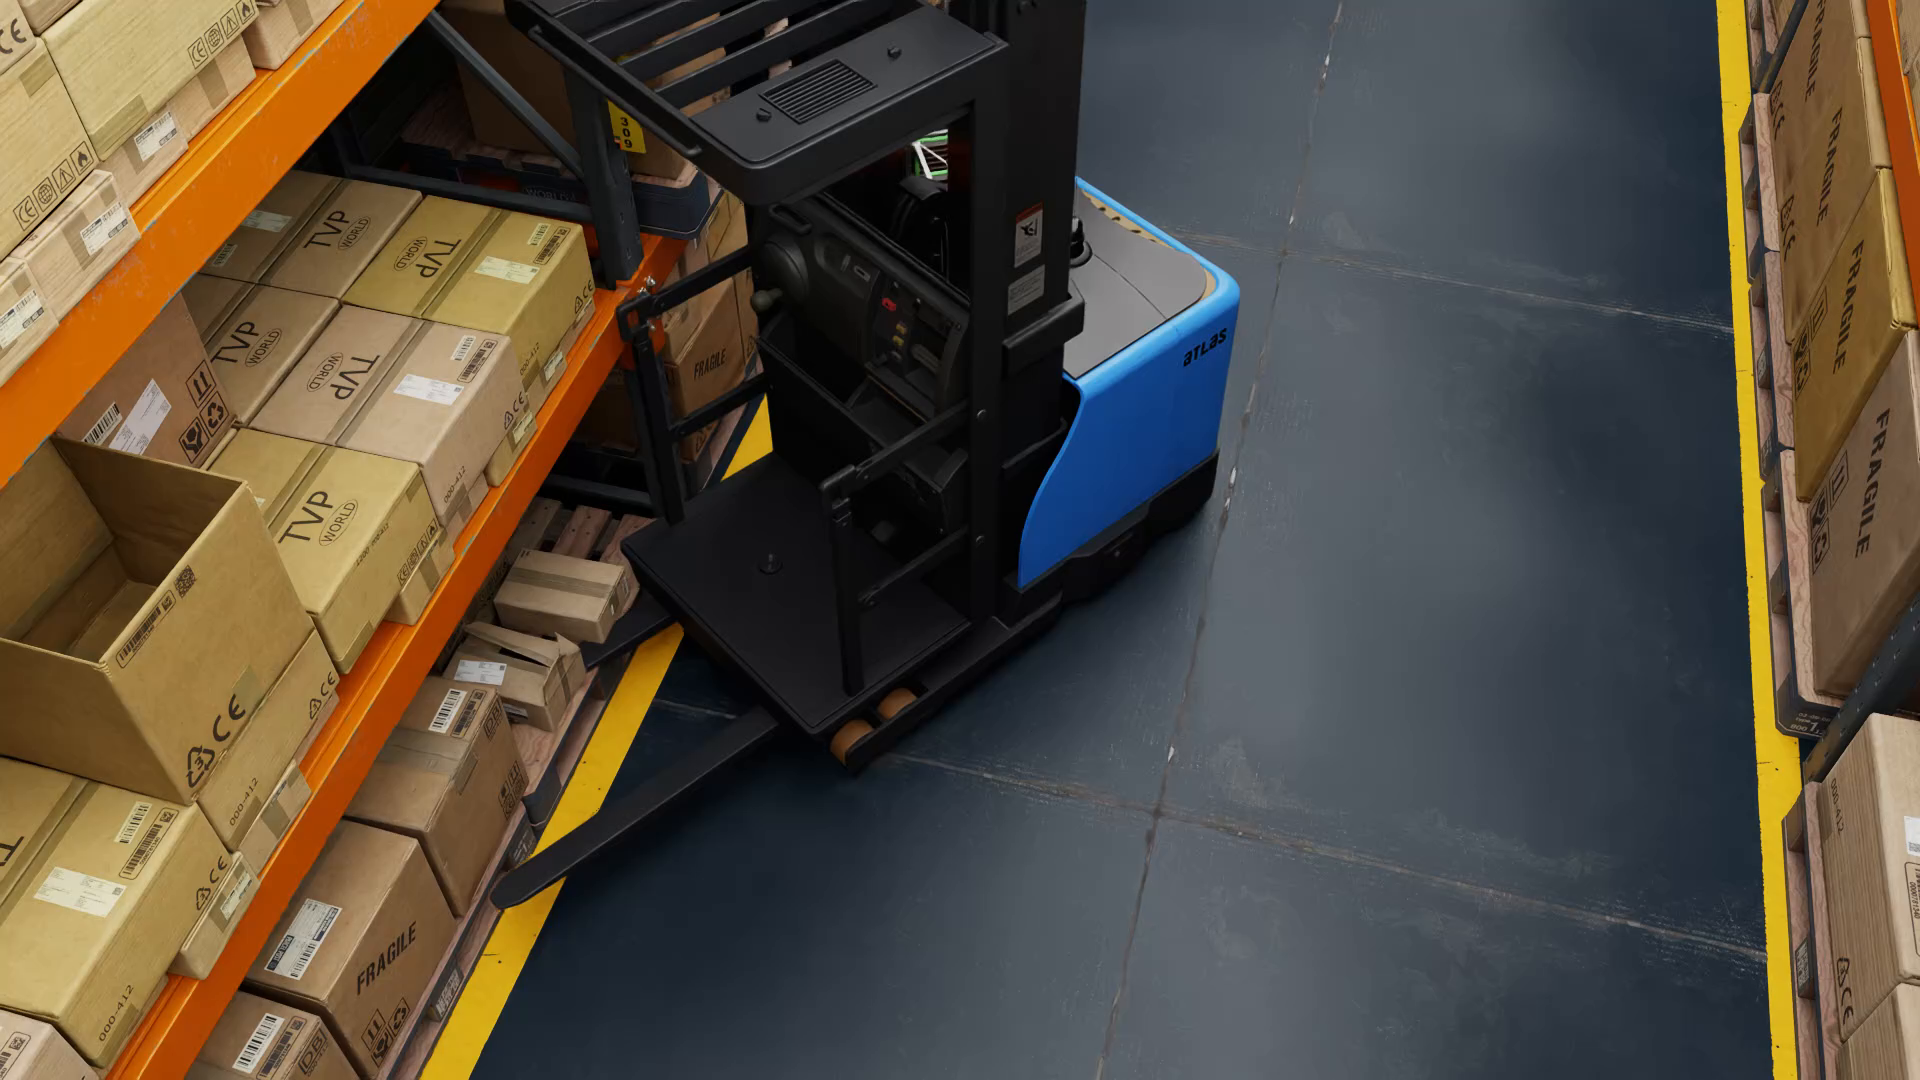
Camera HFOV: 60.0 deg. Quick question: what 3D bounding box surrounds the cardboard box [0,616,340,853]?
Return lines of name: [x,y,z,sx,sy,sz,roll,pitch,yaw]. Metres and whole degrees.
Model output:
cardboard box: [-1.795,0.392,3.805,0.500,0.250,0.500,10,49,9]

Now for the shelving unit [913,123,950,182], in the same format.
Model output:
shelving unit: [-0.088,-1.583,7.303,0.258,0.503,1.200,-10,49,-9]

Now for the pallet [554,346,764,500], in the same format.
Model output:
pallet: [-1.321,-0.744,6.766,1.003,0.211,1.213,12,50,10]

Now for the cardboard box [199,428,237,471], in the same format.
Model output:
cardboard box: [-2.152,-0.078,4.220,0.500,0.250,0.500,13,50,11]

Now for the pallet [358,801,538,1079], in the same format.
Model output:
pallet: [-1.999,1.234,5.021,1.003,0.211,1.213,12,50,10]

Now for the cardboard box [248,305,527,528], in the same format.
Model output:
cardboard box: [-1.515,-0.338,4.449,0.500,0.250,0.500,12,50,10]

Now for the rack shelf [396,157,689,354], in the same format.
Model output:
rack shelf: [-0.972,-2.280,6.741,1.077,0.370,4.000,12,50,10]

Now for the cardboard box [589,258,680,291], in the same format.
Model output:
cardboard box: [-1.206,-0.915,5.813,0.380,0.149,0.250,11,49,9]

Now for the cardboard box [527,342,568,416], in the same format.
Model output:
cardboard box: [-1.386,-0.515,4.871,0.380,0.149,0.250,13,50,11]

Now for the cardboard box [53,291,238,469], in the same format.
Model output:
cardboard box: [-2.147,-0.343,3.954,0.500,0.500,0.500,10,49,9]

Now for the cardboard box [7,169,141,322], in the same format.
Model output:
cardboard box: [-1.685,-0.543,2.895,0.380,0.149,0.250,12,50,11]

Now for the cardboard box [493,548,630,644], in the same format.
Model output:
cardboard box: [-1.362,0.194,5.699,0.380,0.149,0.250,10,49,9]

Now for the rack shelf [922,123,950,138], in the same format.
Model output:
rack shelf: [-0.130,-1.711,7.416,0.258,0.480,0.148,-10,49,-9]

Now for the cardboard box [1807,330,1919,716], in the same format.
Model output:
cardboard box: [3.377,0.006,5.381,0.875,0.875,0.875,13,50,11]

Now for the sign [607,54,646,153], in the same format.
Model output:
sign: [-0.973,-1.256,4.780,0.100,0.325,0.005,12,50,10]

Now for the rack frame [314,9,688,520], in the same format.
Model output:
rack frame: [-1.498,-1.071,5.195,1.000,3.000,0.127,12,50,10]

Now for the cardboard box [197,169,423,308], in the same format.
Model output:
cardboard box: [-1.889,-0.815,4.870,0.500,0.250,0.500,11,50,10]

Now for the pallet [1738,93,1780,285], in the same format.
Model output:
pallet: [4.064,-1.509,7.441,1.003,0.211,1.213,12,50,10]

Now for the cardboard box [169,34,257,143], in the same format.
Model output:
cardboard box: [-1.622,-0.929,3.236,0.380,0.149,0.250,13,50,11]

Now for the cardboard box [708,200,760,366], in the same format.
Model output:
cardboard box: [-1.023,-1.075,6.586,0.500,0.500,0.500,11,49,10]

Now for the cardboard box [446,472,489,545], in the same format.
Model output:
cardboard box: [-1.527,-0.138,4.538,0.380,0.149,0.250,13,50,11]

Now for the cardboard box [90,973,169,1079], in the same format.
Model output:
cardboard box: [-1.952,0.968,3.563,0.380,0.149,0.250,12,50,11]

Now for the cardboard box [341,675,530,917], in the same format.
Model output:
cardboard box: [-1.763,0.725,4.996,0.700,0.500,0.500,10,49,9]

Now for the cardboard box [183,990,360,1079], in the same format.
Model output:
cardboard box: [-2.036,1.476,4.334,0.700,0.500,0.500,13,50,12]

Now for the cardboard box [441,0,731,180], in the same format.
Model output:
cardboard box: [-1.155,-1.549,5.270,0.700,0.500,0.500,13,50,11]

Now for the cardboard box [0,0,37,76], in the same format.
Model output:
cardboard box: [-1.797,-0.757,2.485,0.500,0.250,0.500,13,50,11]

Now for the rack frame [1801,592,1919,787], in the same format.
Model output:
rack frame: [3.291,-0.094,4.332,1.000,3.000,0.127,12,50,10]

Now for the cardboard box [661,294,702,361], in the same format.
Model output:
cardboard box: [-1.147,-0.804,5.914,0.380,0.149,0.250,14,50,12]

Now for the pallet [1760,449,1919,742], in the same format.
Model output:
pallet: [3.422,0.256,5.884,1.003,0.211,1.213,12,50,10]

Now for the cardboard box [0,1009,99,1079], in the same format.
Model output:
cardboard box: [-2.039,1.134,3.150,0.500,0.250,0.500,12,50,10]

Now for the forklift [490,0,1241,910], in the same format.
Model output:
forklift: [-0.472,-0.657,4.875,3.031,2.935,1.130,-34,57,-26]

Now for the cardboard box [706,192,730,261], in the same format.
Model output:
cardboard box: [-1.093,-1.208,6.270,0.380,0.149,0.250,9,49,8]

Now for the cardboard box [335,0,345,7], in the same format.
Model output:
cardboard box: [-1.455,-1.293,3.558,0.380,0.149,0.250,13,50,11]

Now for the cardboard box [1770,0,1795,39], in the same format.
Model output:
cardboard box: [4.502,-2.664,8.073,0.950,0.372,0.625,9,49,7]

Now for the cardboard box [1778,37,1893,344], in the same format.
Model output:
cardboard box: [3.843,-1.296,6.530,0.875,0.875,0.875,12,50,10]

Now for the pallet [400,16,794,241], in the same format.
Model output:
pallet: [-1.183,-1.564,5.758,1.003,0.211,1.213,12,50,10]

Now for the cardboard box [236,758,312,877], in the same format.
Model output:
cardboard box: [-1.763,0.605,3.883,0.380,0.149,0.250,13,50,11]

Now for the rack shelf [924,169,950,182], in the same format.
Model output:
rack shelf: [-0.015,-1.362,7.107,0.258,0.480,0.148,-10,49,-9]

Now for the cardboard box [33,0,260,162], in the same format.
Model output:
cardboard box: [-1.656,-0.968,3.004,0.500,0.250,0.500,13,50,11]

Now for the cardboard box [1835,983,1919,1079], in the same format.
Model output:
cardboard box: [2.787,1.695,4.182,0.875,0.438,0.875,10,49,9]

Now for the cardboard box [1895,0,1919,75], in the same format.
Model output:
cardboard box: [3.711,-1.880,6.009,0.500,0.250,0.500,13,50,11]
